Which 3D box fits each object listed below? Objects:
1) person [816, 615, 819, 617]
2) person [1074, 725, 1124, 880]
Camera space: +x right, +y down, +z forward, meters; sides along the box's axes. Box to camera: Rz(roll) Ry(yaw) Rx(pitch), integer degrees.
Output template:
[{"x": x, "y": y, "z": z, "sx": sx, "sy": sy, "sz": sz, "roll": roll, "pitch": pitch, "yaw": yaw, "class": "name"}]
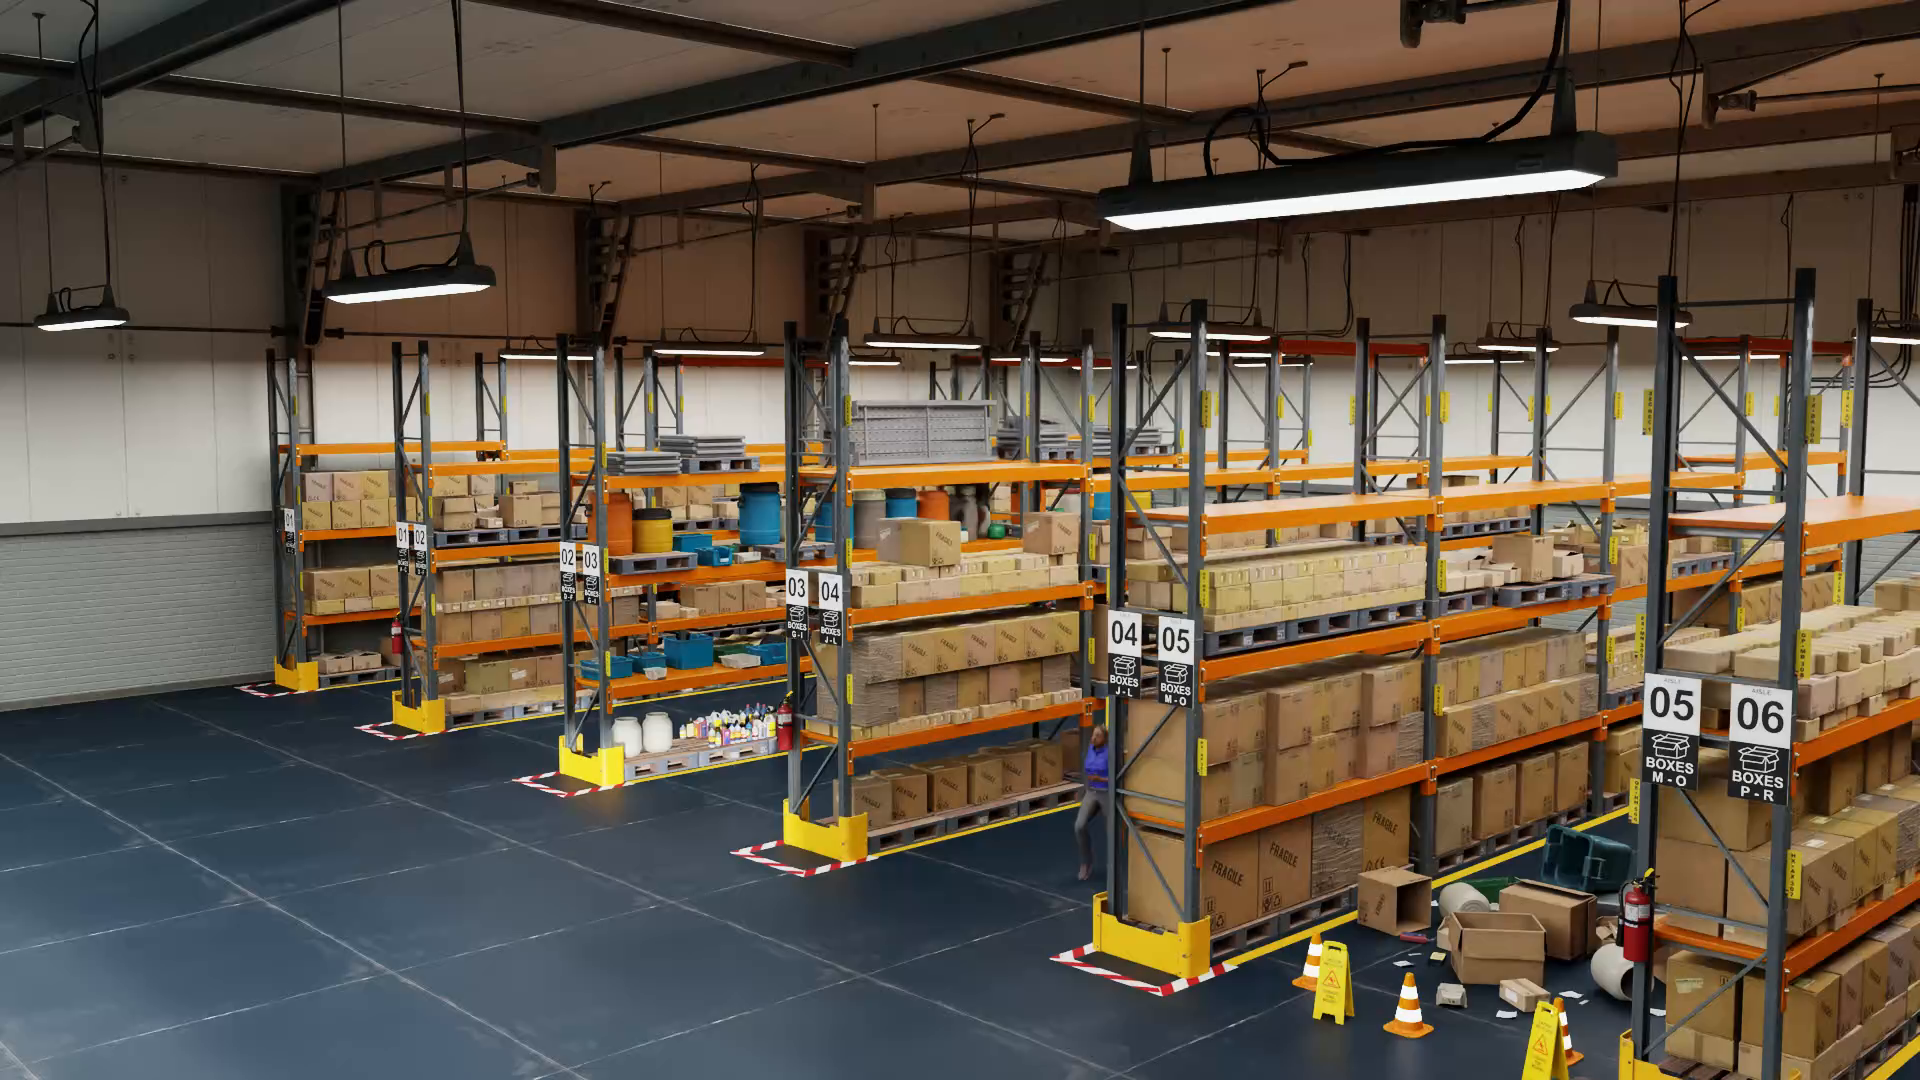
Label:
[{"x": -2.744, "y": 1.349, "z": 34.044, "sx": 0.742, "sy": 1.748, "sz": 0.866, "roll": 4, "pitch": 6, "yaw": 40, "class": "person"}, {"x": 1.559, "y": 2.811, "z": 17.902, "sx": 0.555, "sy": 1.693, "sz": 0.788, "roll": 3, "pitch": 6, "yaw": 34, "class": "person"}]
